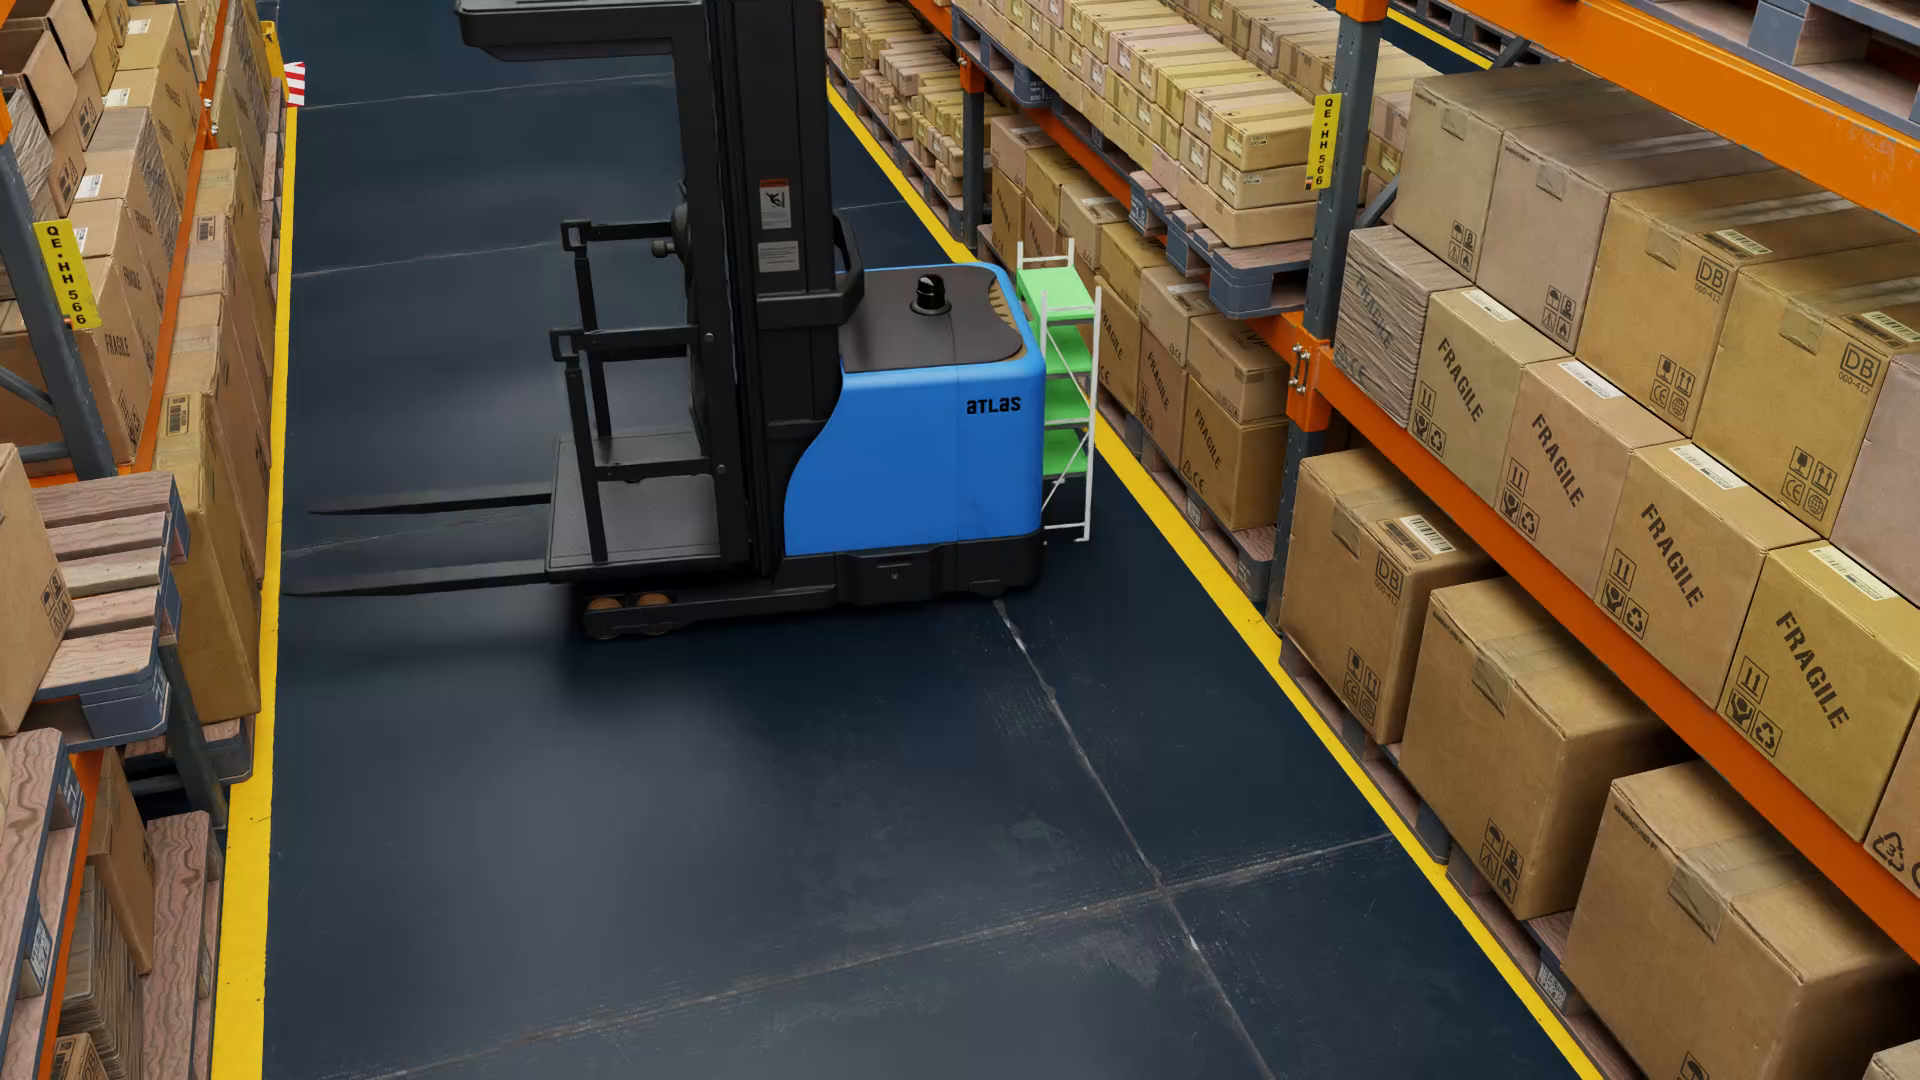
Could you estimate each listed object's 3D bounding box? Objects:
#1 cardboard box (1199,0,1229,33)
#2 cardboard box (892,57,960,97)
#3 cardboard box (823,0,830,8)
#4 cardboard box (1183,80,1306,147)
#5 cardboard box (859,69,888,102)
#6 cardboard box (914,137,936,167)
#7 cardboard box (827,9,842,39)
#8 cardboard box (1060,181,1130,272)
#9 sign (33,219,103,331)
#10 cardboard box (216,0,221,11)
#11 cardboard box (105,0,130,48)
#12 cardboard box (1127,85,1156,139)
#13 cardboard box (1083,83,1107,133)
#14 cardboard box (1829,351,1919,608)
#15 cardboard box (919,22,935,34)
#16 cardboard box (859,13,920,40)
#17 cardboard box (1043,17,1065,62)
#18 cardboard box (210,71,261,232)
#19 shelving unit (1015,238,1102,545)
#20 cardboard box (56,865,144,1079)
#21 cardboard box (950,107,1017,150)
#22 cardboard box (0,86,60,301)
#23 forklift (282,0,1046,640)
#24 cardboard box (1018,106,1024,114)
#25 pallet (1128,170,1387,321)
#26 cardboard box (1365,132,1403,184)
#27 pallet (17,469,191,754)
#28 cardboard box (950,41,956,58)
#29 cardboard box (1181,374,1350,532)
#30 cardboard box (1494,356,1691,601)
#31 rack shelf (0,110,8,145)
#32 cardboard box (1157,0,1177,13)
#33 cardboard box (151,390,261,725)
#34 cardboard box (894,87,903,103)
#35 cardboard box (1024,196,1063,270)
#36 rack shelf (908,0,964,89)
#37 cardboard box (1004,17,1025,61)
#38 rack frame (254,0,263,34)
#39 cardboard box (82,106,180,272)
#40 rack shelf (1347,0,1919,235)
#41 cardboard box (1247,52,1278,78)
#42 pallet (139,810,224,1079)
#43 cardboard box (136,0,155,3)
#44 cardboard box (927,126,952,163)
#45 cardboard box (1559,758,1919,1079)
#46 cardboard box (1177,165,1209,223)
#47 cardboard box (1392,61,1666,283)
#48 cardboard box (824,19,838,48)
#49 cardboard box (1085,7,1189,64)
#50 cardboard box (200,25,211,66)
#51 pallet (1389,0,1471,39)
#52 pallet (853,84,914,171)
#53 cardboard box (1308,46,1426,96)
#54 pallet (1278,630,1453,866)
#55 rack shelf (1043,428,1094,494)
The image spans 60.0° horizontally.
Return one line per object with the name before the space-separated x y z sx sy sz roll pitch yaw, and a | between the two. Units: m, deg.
cardboard box | 1.300 -2.392 7.457 0.380 0.149 0.250 -10 35 -15
cardboard box | -0.219 -2.987 10.715 0.380 0.149 0.250 -12 35 -17
cardboard box | -0.873 -4.079 12.368 0.380 0.149 0.250 -12 35 -17
cardboard box | 1.071 -1.608 6.270 0.380 0.149 0.250 -10 35 -15
cardboard box | -0.478 -3.165 11.524 0.380 0.149 0.250 -12 35 -17
cardboard box | -0.074 -2.490 10.502 0.380 0.149 0.250 -11 35 -16
cardboard box | -0.764 -3.816 12.239 0.380 0.149 0.250 -10 35 -15
cardboard box | 0.801 -1.542 8.069 0.500 0.250 0.500 -9 34 -13
sign | -2.509 -0.742 4.674 0.100 0.325 0.005 -10 35 -15
cardboard box | -4.412 -3.083 9.423 0.380 0.149 0.250 -10 35 -14
cardboard box | -4.040 -2.422 7.194 0.797 0.503 0.637 -11 35 -16
cardboard box | 0.906 -1.763 6.775 0.380 0.149 0.250 -10 35 -15
cardboard box | 0.757 -1.903 7.257 0.380 0.149 0.250 -9 35 -13
cardboard box | 2.482 -0.131 3.729 0.700 0.500 0.500 -10 35 -14
cardboard box | -0.132 -3.627 11.953 0.380 0.149 0.250 -10 35 -15
cardboard box | -0.489 -3.537 11.548 0.380 0.149 0.250 -9 34 -13
cardboard box | 0.598 -2.299 7.586 0.380 0.149 0.250 -11 35 -16
cardboard box | -4.368 -1.945 9.019 0.875 0.875 0.875 -10 35 -15
shelving unit | 0.402 -0.624 7.106 0.258 1.200 0.503 -5 34 -8
cardboard box | -2.618 1.301 4.429 0.700 0.500 0.500 -13 36 -19
cardboard box | 0.155 -2.454 9.909 0.380 0.149 0.250 -9 35 -13
cardboard box | -3.231 -1.043 5.107 0.797 0.503 0.637 -9 34 -13
forklift | -1.218 -1.138 6.314 3.031 2.935 1.130 -5 34 -8
cardboard box | 0.576 -2.681 10.252 0.380 0.149 0.250 -8 34 -12
pallet | 1.413 -1.253 6.600 1.213 0.211 1.003 -10 35 -15
cardboard box | 1.775 -1.459 6.314 0.380 0.149 0.250 -8 34 -13
pallet | -2.704 0.240 4.340 1.213 0.211 1.003 -10 35 -15
cardboard box | 0.151 -3.352 11.267 0.380 0.149 0.250 -10 35 -14
cardboard box | 1.282 -0.411 7.038 0.500 0.500 0.500 -10 35 -15
cardboard box | 1.922 -0.206 4.751 0.500 0.500 0.500 -10 35 -15
rack shelf | -2.413 -0.097 2.608 1.077 0.370 4.000 -10 35 -15
cardboard box | 1.141 -2.547 7.961 0.380 0.149 0.250 -12 35 -17
cardboard box | -3.214 0.149 5.849 1.225 0.875 0.875 -12 35 -17
cardboard box | -0.222 -2.999 11.003 0.380 0.149 0.250 -12 35 -17
cardboard box | 0.647 -1.499 8.685 0.500 0.500 0.500 -8 34 -13
rack shelf | -0.099 -3.827 10.973 1.077 0.370 4.000 -10 35 -15
cardboard box | 0.432 -2.455 8.091 0.380 0.149 0.250 -10 35 -14
rack frame | -5.463 -4.396 11.182 1.000 3.000 0.127 -10 35 -15
cardboard box | -3.382 -1.340 6.467 0.500 0.500 0.500 -10 35 -15
rack shelf | 2.342 -0.878 3.790 1.077 0.370 4.000 -10 35 -15
cardboard box | 1.454 -2.004 7.139 0.380 0.149 0.250 -10 35 -15
pallet | -2.786 1.378 4.973 1.003 0.211 1.213 -10 35 -15
cardboard box | -4.146 -2.965 8.202 0.500 0.500 0.500 -10 35 -15
cardboard box | 0.018 -2.439 10.155 0.380 0.149 0.250 -12 35 -17
cardboard box | 2.386 1.069 4.572 1.050 0.750 0.750 -10 35 -15
cardboard box | 1.069 -1.360 6.434 0.380 0.149 0.250 -10 35 -15
cardboard box | 1.859 -1.199 5.345 0.700 0.500 0.500 -10 35 -15
cardboard box | -0.854 -3.834 12.537 0.380 0.149 0.250 -9 35 -14
cardboard box | 0.753 -2.155 7.098 0.380 0.149 0.250 -8 34 -12
cardboard box | -4.097 -2.540 8.602 0.380 0.149 0.250 -11 35 -16
pallet | 4.293 -4.493 13.858 1.003 0.211 1.213 -10 35 -15
pallet | -0.103 -2.902 11.450 1.003 0.211 1.213 -10 35 -15
cardboard box | 1.620 -1.841 6.623 0.380 0.149 0.250 -10 35 -15
pallet | 1.900 0.613 6.131 1.003 0.211 1.213 -10 35 -15
rack shelf | 0.402 -0.371 7.274 0.258 0.148 0.480 -5 34 -8
